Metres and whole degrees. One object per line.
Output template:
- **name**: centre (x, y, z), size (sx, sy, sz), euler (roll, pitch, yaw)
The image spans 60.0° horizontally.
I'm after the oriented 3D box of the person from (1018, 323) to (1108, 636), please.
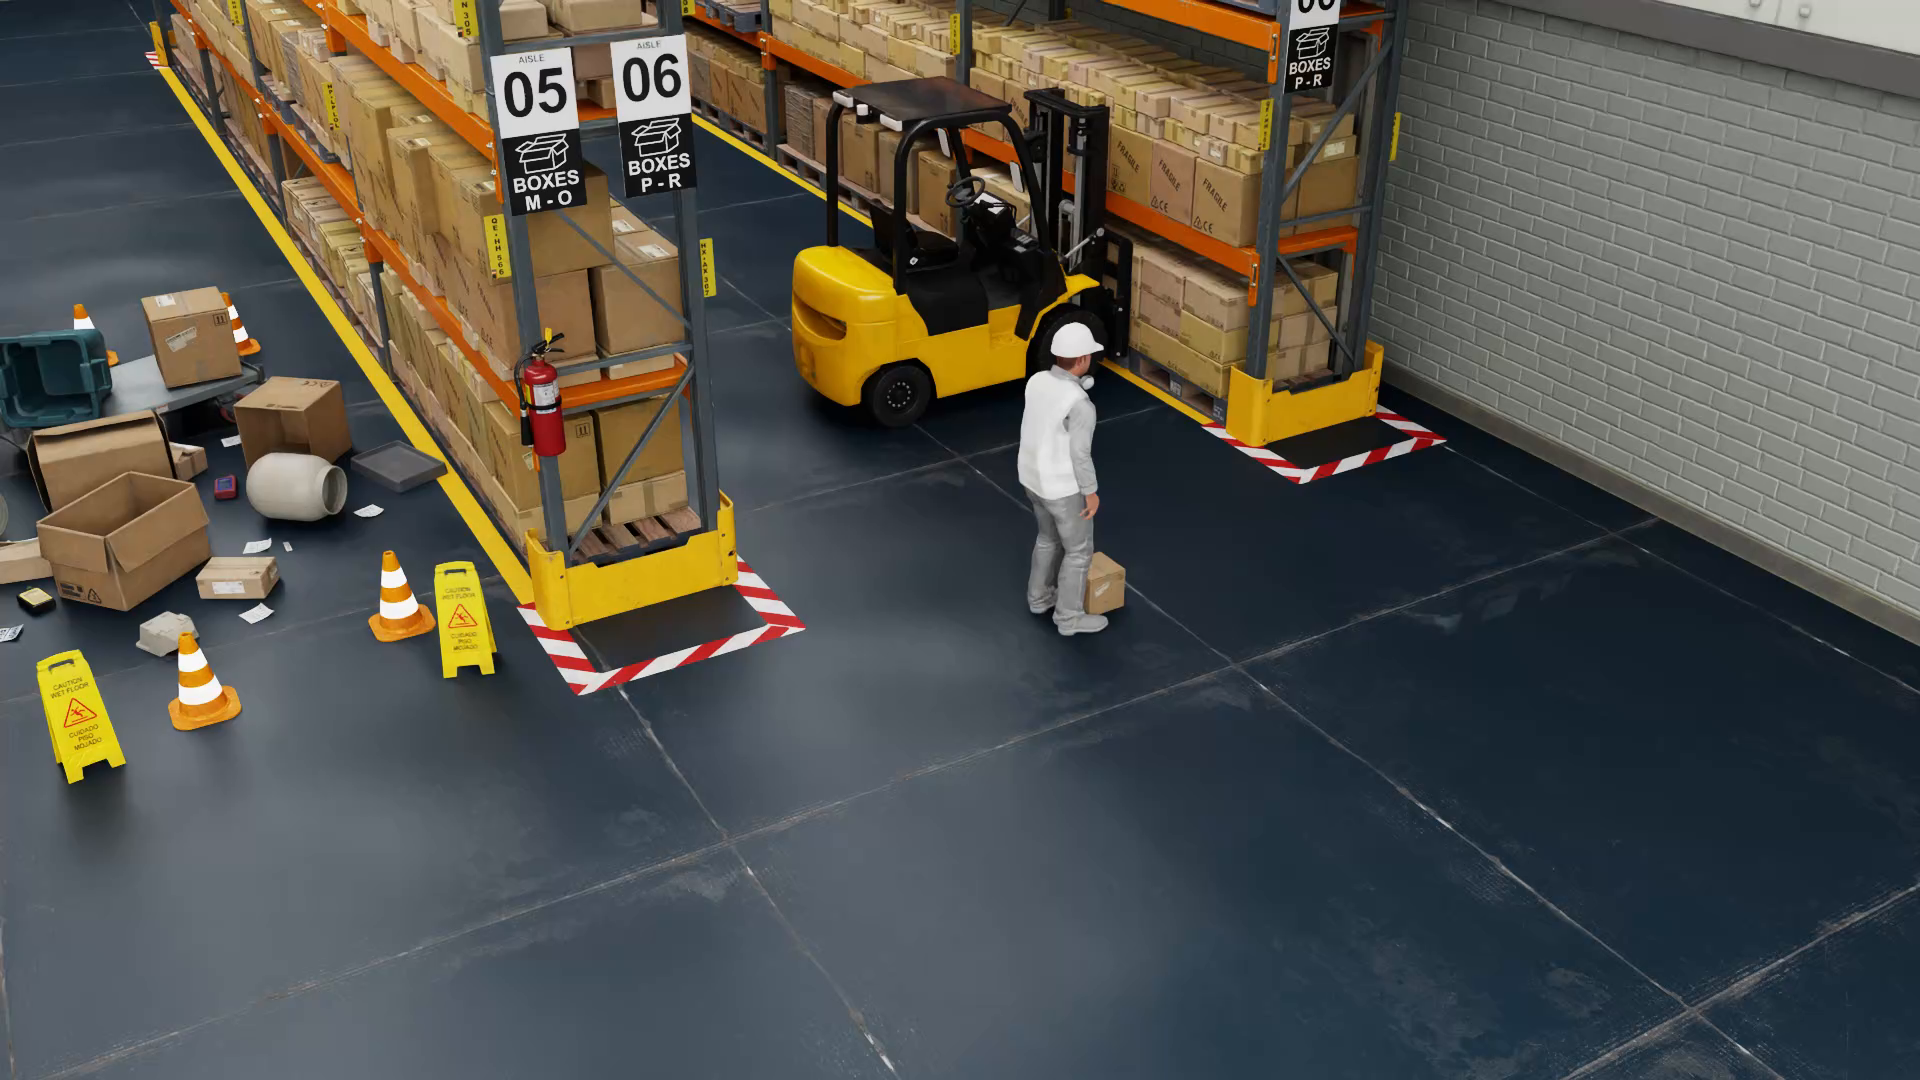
- **person**: centre (0.562, -0.339, 9.154), size (0.463, 1.770, 0.578), euler (-16, 33, -27)
